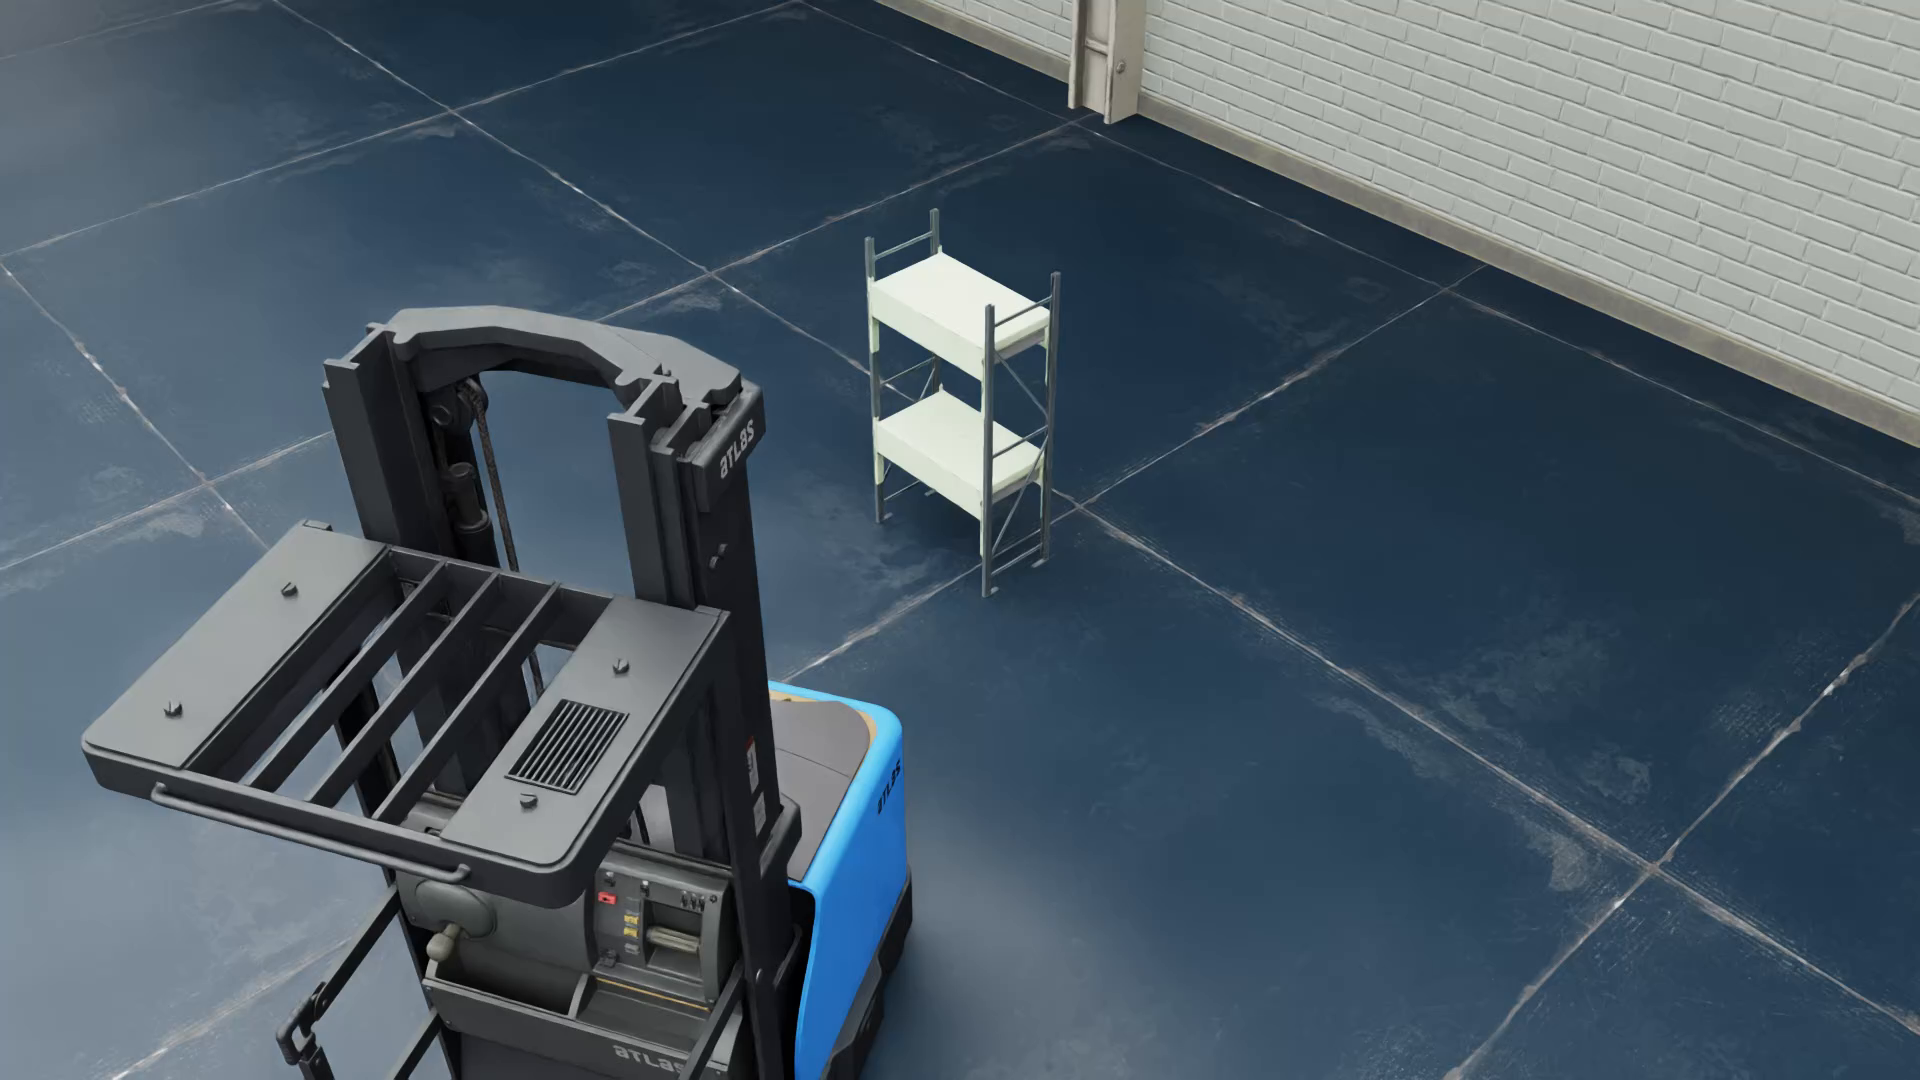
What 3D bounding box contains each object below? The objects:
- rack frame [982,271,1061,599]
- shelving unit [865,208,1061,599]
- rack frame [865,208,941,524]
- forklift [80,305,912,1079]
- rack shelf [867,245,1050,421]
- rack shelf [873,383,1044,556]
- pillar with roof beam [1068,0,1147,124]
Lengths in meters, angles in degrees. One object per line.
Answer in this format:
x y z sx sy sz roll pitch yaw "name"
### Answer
0.252 -0.411 7.065 0.400 1.500 0.023 -30 48 -32 "rack frame"
0.005 -0.580 7.275 0.431 1.500 0.755 -30 48 -32 "shelving unit"
-0.243 -0.750 7.485 0.400 1.500 0.023 -30 48 -32 "rack frame"
-1.104 1.033 4.138 1.130 2.935 3.031 11 40 14 "forklift"
0.005 -0.884 7.030 0.431 0.370 0.720 -30 48 -32 "rack shelf"
0.005 -0.327 7.480 0.431 0.370 0.720 -30 48 -32 "rack shelf"
-2.186 -4.631 6.322 9.100 9.000 0.400 -30 48 -32 "pillar with roof beam"
